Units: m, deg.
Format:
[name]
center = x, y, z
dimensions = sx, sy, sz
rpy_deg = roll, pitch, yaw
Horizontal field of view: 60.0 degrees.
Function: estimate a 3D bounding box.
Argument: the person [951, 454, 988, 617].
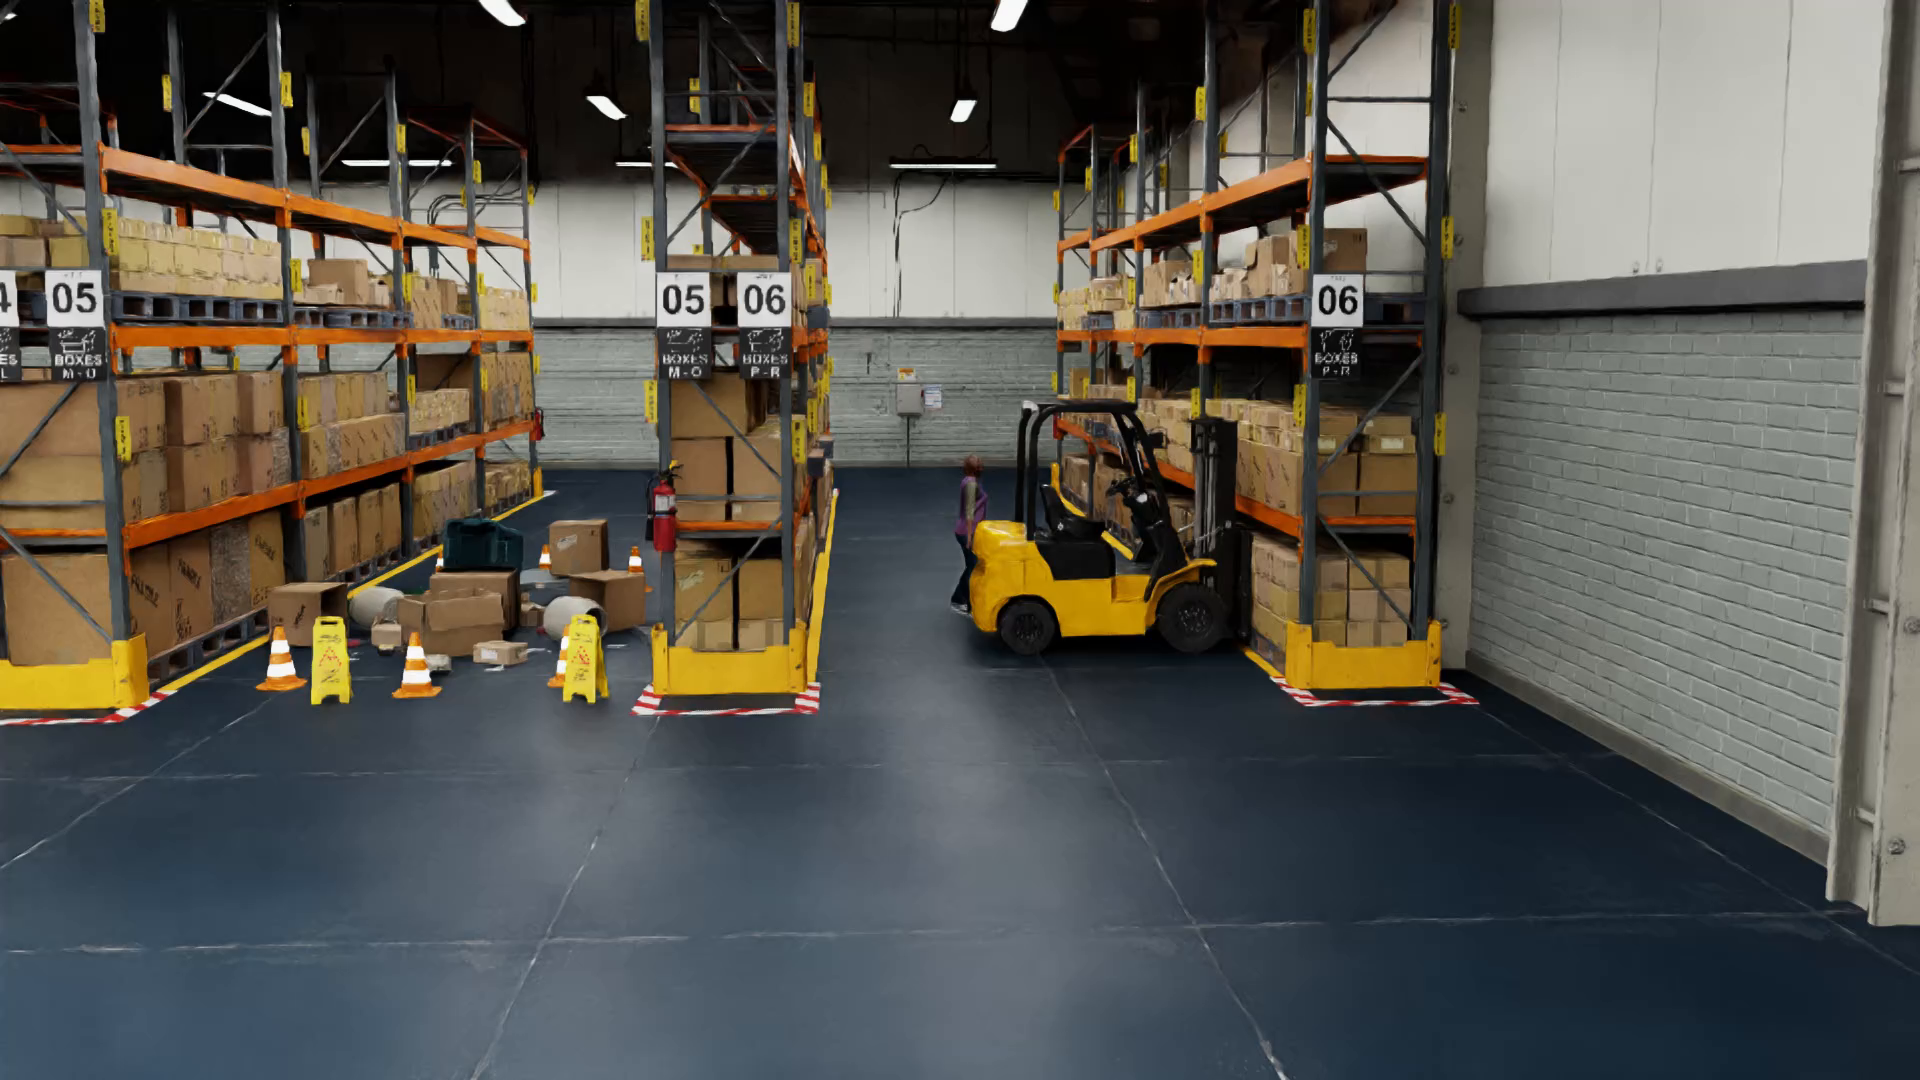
[person]
center = 0.134, -0.022, 16.181
dimensions = 0.495, 1.545, 0.550
rpy_deg = 1, 7, 6
